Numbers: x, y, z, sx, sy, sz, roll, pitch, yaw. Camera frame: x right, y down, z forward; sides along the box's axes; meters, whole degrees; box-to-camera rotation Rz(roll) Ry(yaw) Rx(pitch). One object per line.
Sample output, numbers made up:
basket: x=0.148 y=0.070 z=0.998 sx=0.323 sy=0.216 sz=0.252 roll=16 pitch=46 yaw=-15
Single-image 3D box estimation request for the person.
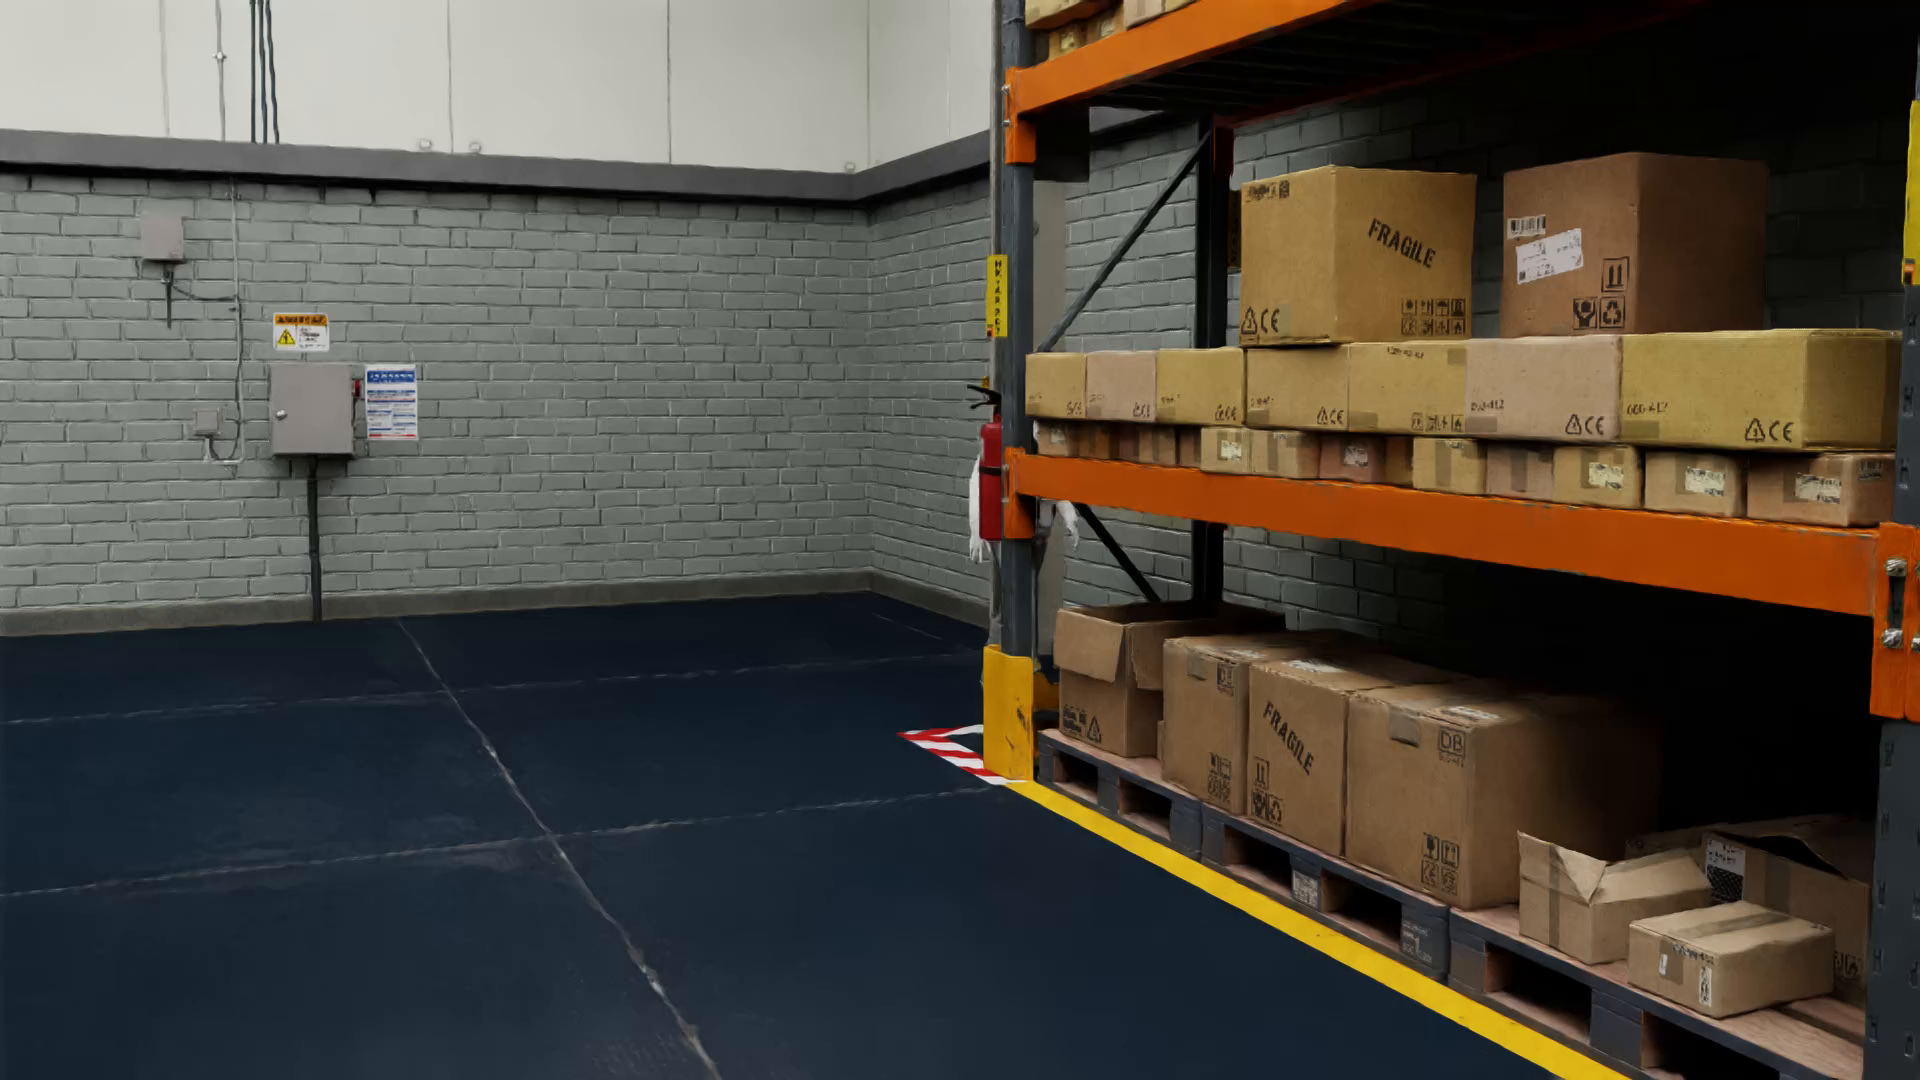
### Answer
person: x=0.362 y=-0.031 z=8.231 sx=0.540 sy=1.649 sz=0.739 roll=-5 pitch=8 yaw=-43
